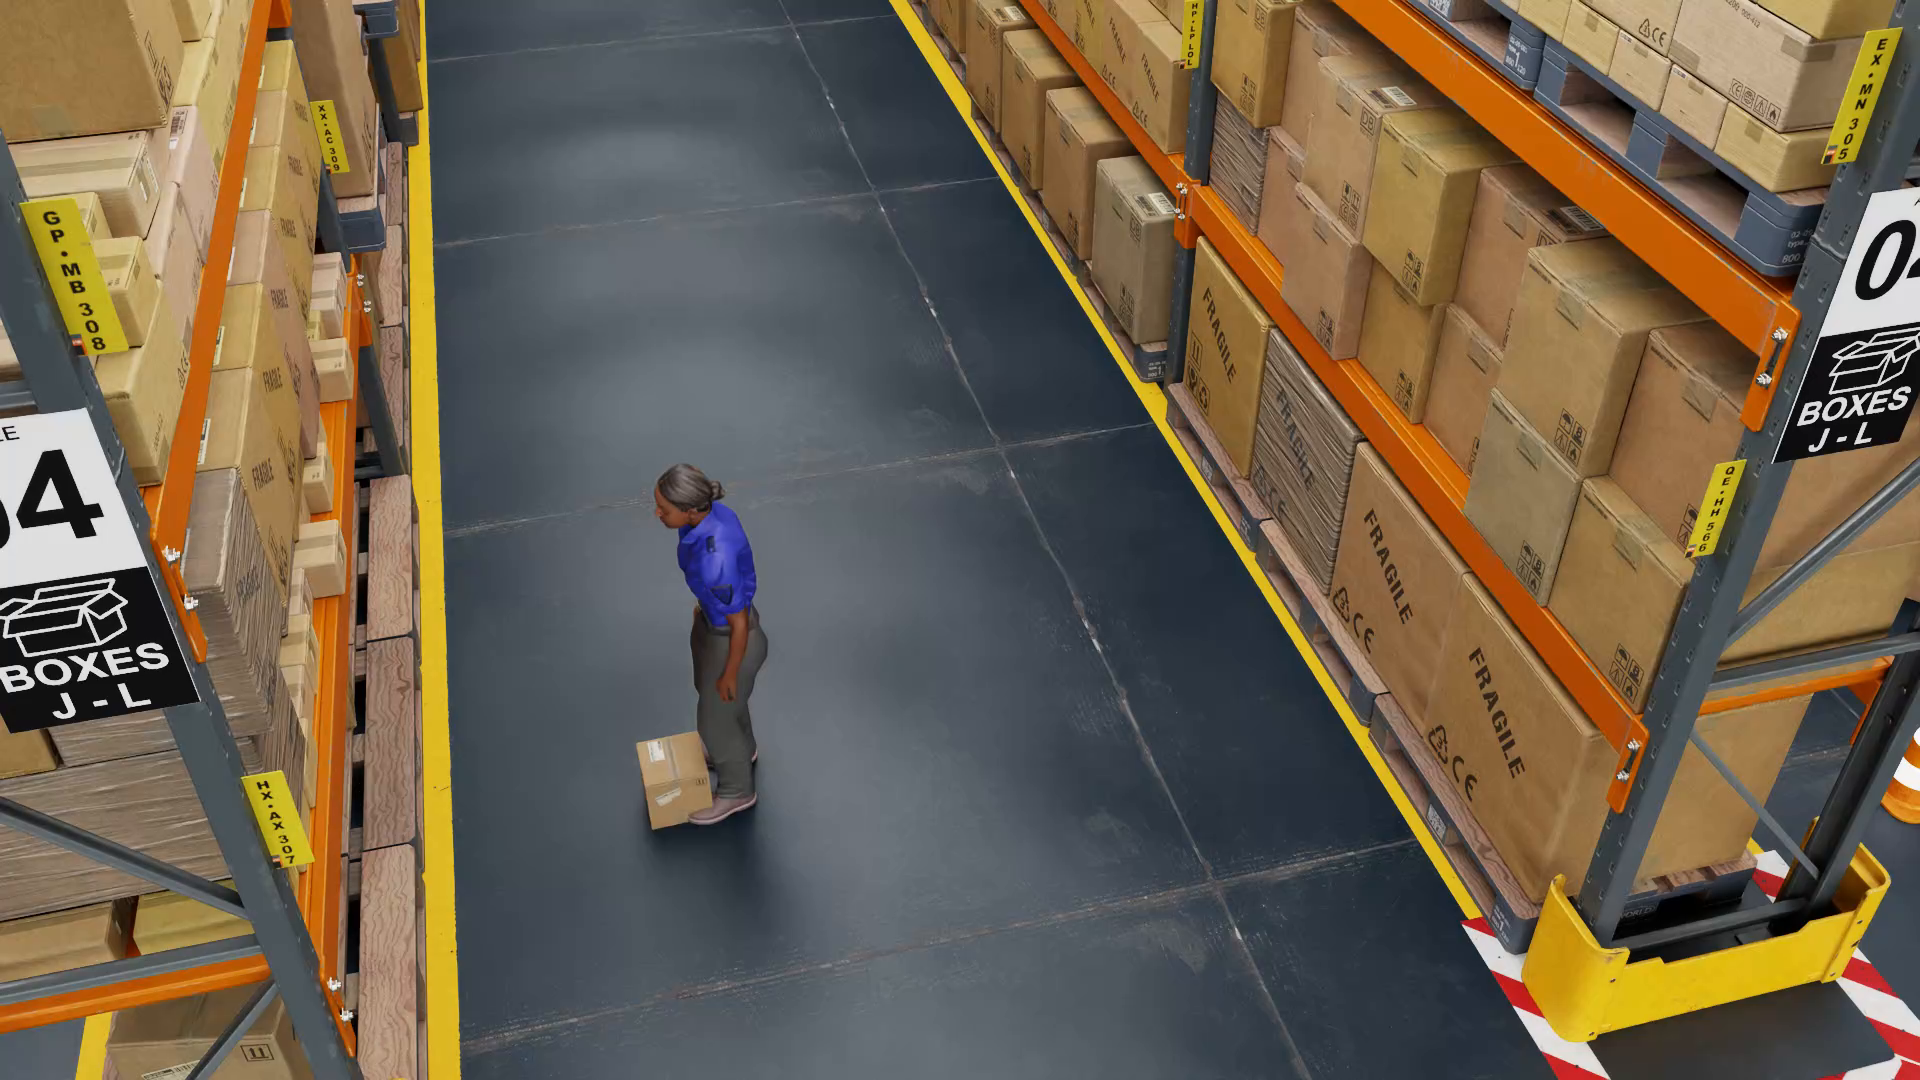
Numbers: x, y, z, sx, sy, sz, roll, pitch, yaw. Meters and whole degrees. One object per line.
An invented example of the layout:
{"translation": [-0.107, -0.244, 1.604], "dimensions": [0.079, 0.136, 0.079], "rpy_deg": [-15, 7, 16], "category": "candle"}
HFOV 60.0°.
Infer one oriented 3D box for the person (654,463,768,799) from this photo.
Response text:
{"translation": [-0.907, 0.345, 6.228], "dimensions": [0.348, 1.584, 0.494], "rpy_deg": [-12, 40, -14], "category": "person"}
